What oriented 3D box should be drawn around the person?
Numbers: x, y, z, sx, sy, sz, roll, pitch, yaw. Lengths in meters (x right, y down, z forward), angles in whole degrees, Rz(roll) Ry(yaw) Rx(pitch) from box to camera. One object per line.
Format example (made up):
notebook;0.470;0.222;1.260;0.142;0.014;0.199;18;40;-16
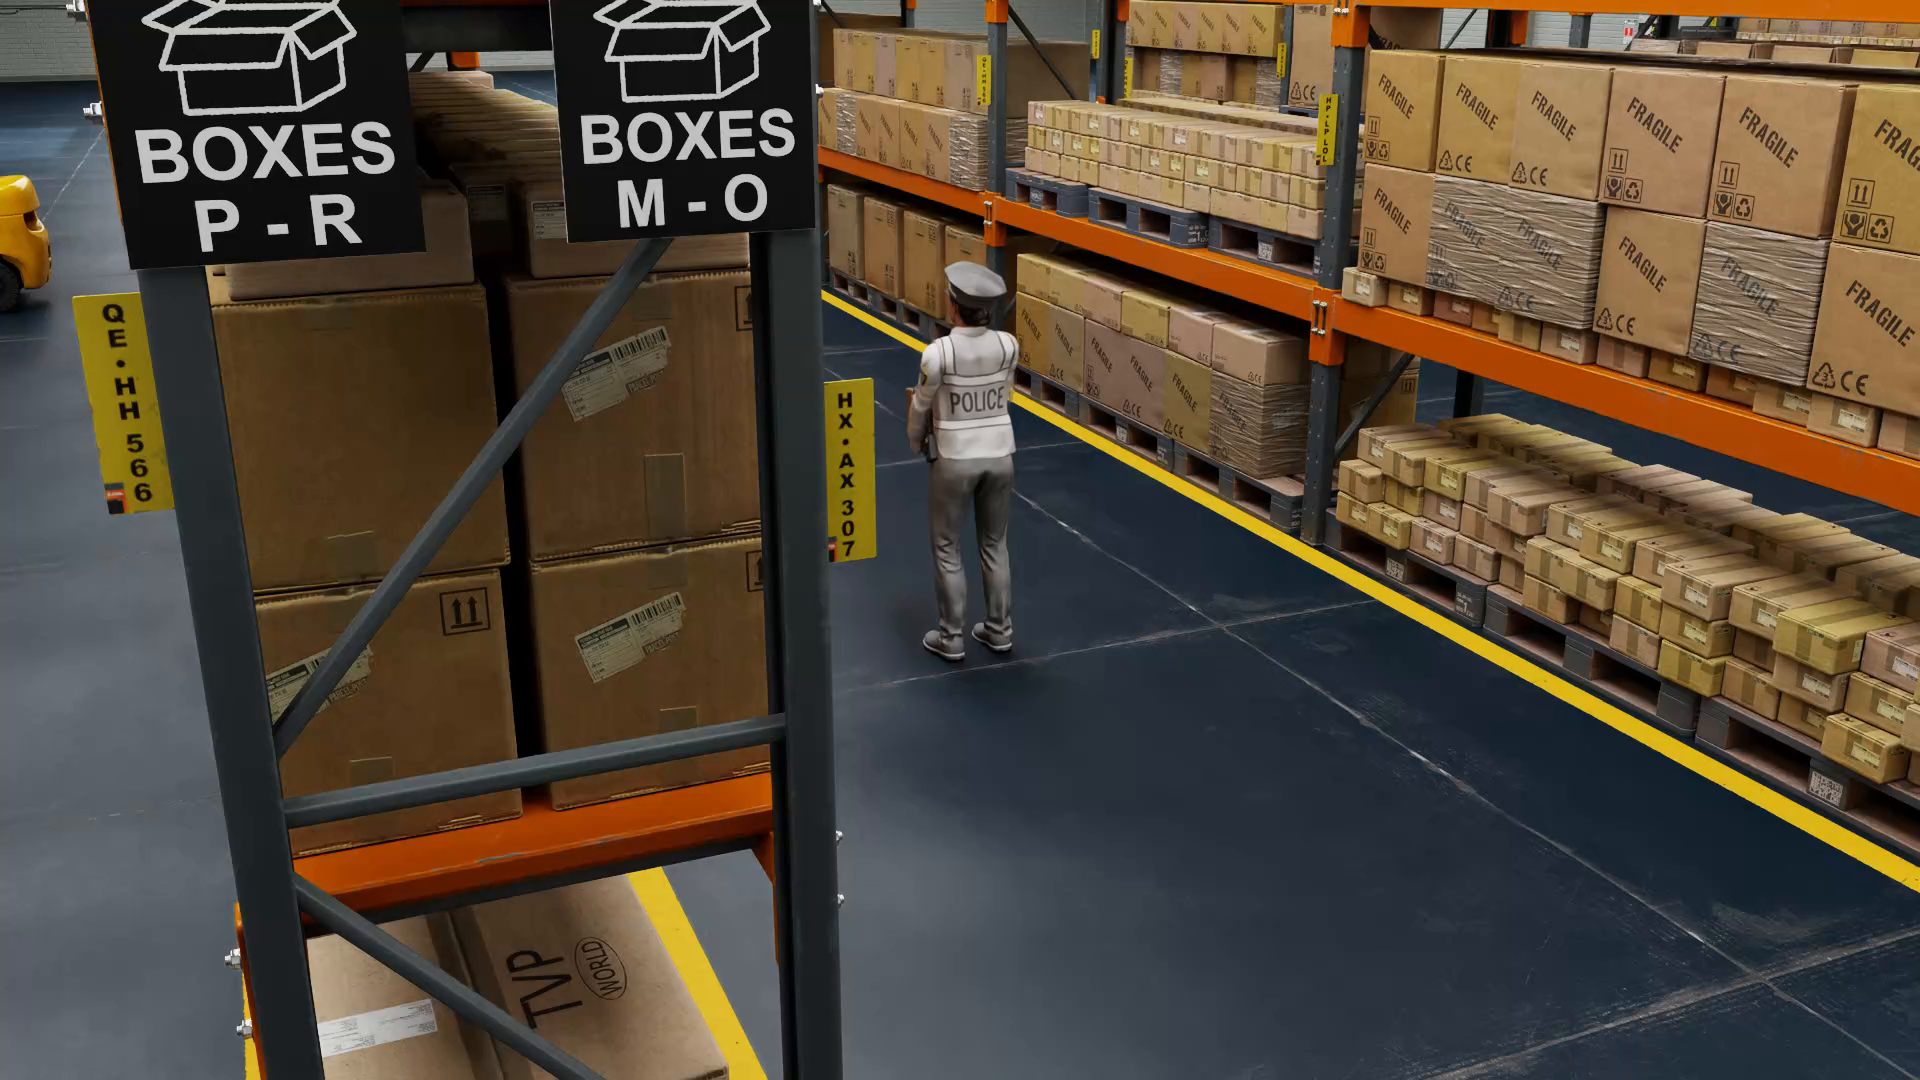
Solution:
person;0.004;-0.345;7.036;0.435;1.691;0.525;-8;21;-23
